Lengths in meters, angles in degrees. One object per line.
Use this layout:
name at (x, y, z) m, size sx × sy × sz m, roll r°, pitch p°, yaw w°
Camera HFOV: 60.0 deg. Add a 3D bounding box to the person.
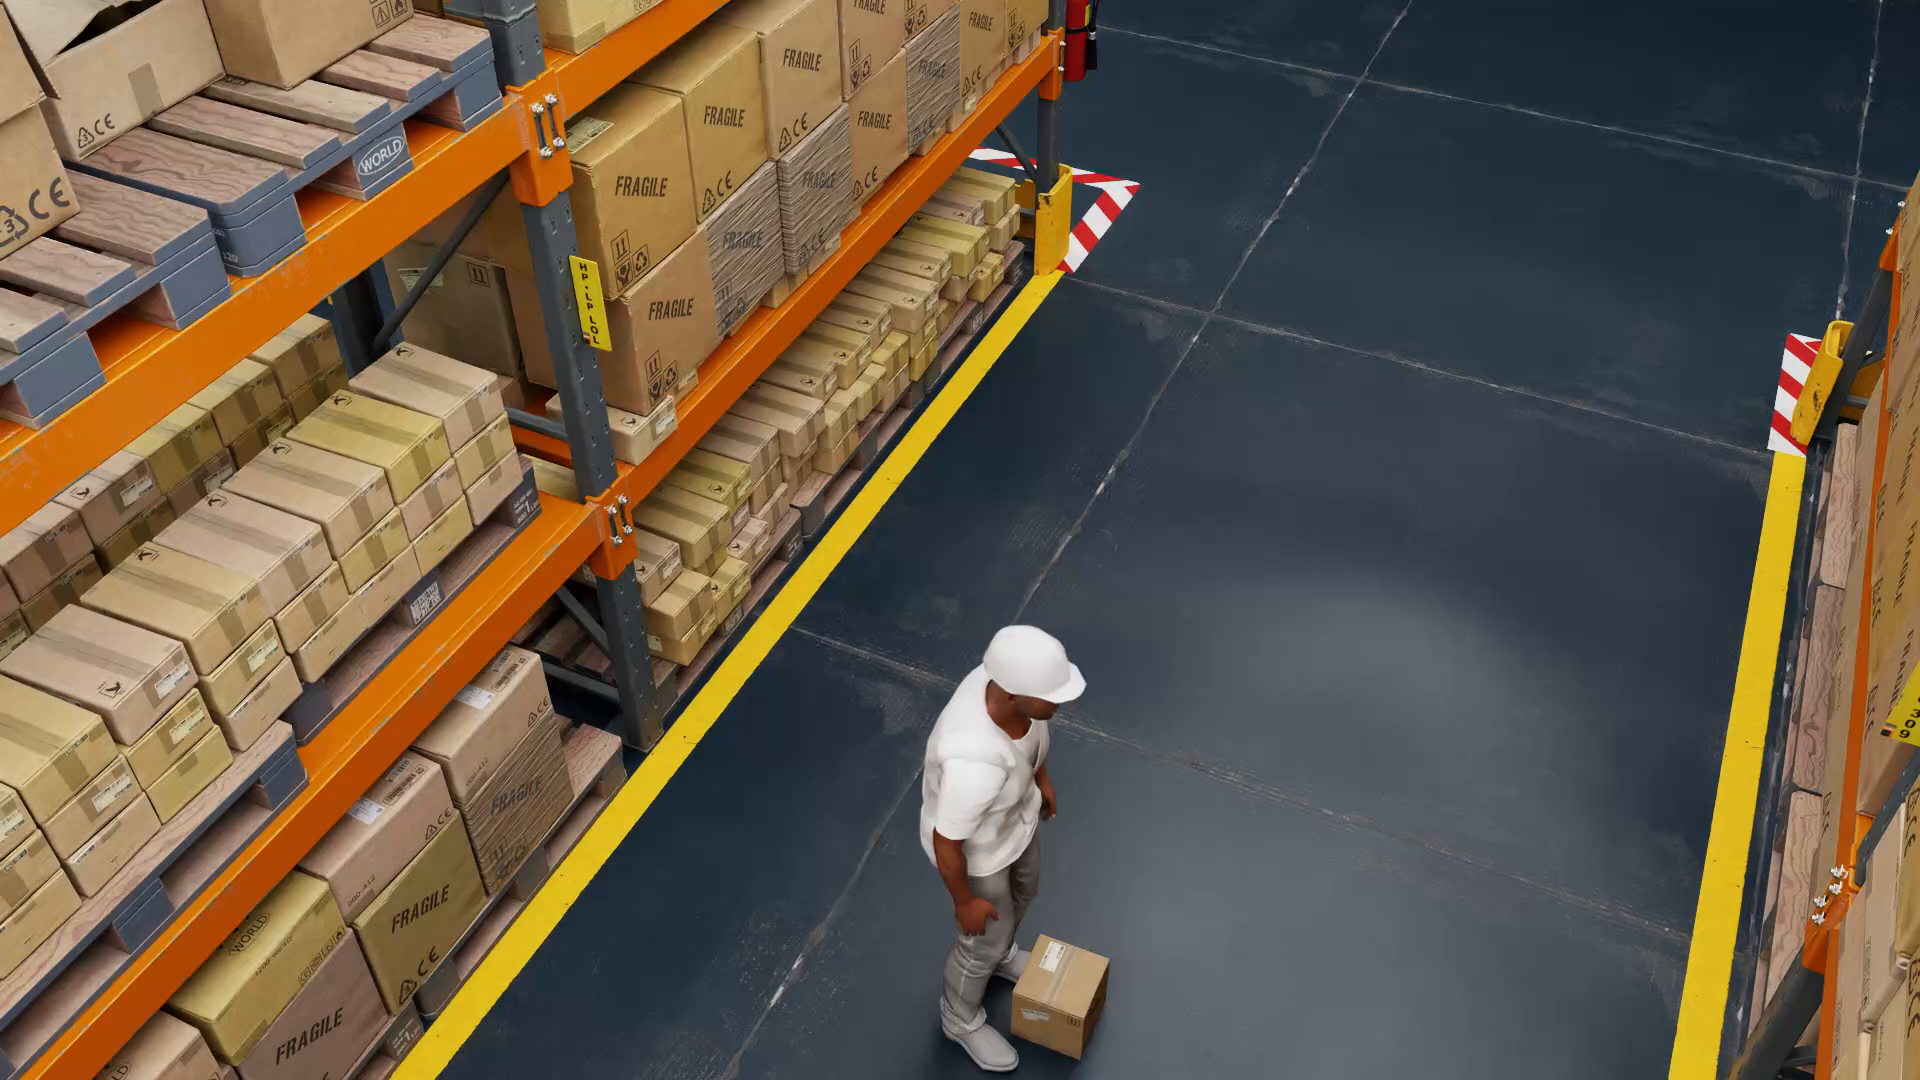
person at (0.123, 0.912, 5.126) m, size 0.457 × 1.758 × 0.626 m, roll 17°, pitch 45°, yaw 19°
